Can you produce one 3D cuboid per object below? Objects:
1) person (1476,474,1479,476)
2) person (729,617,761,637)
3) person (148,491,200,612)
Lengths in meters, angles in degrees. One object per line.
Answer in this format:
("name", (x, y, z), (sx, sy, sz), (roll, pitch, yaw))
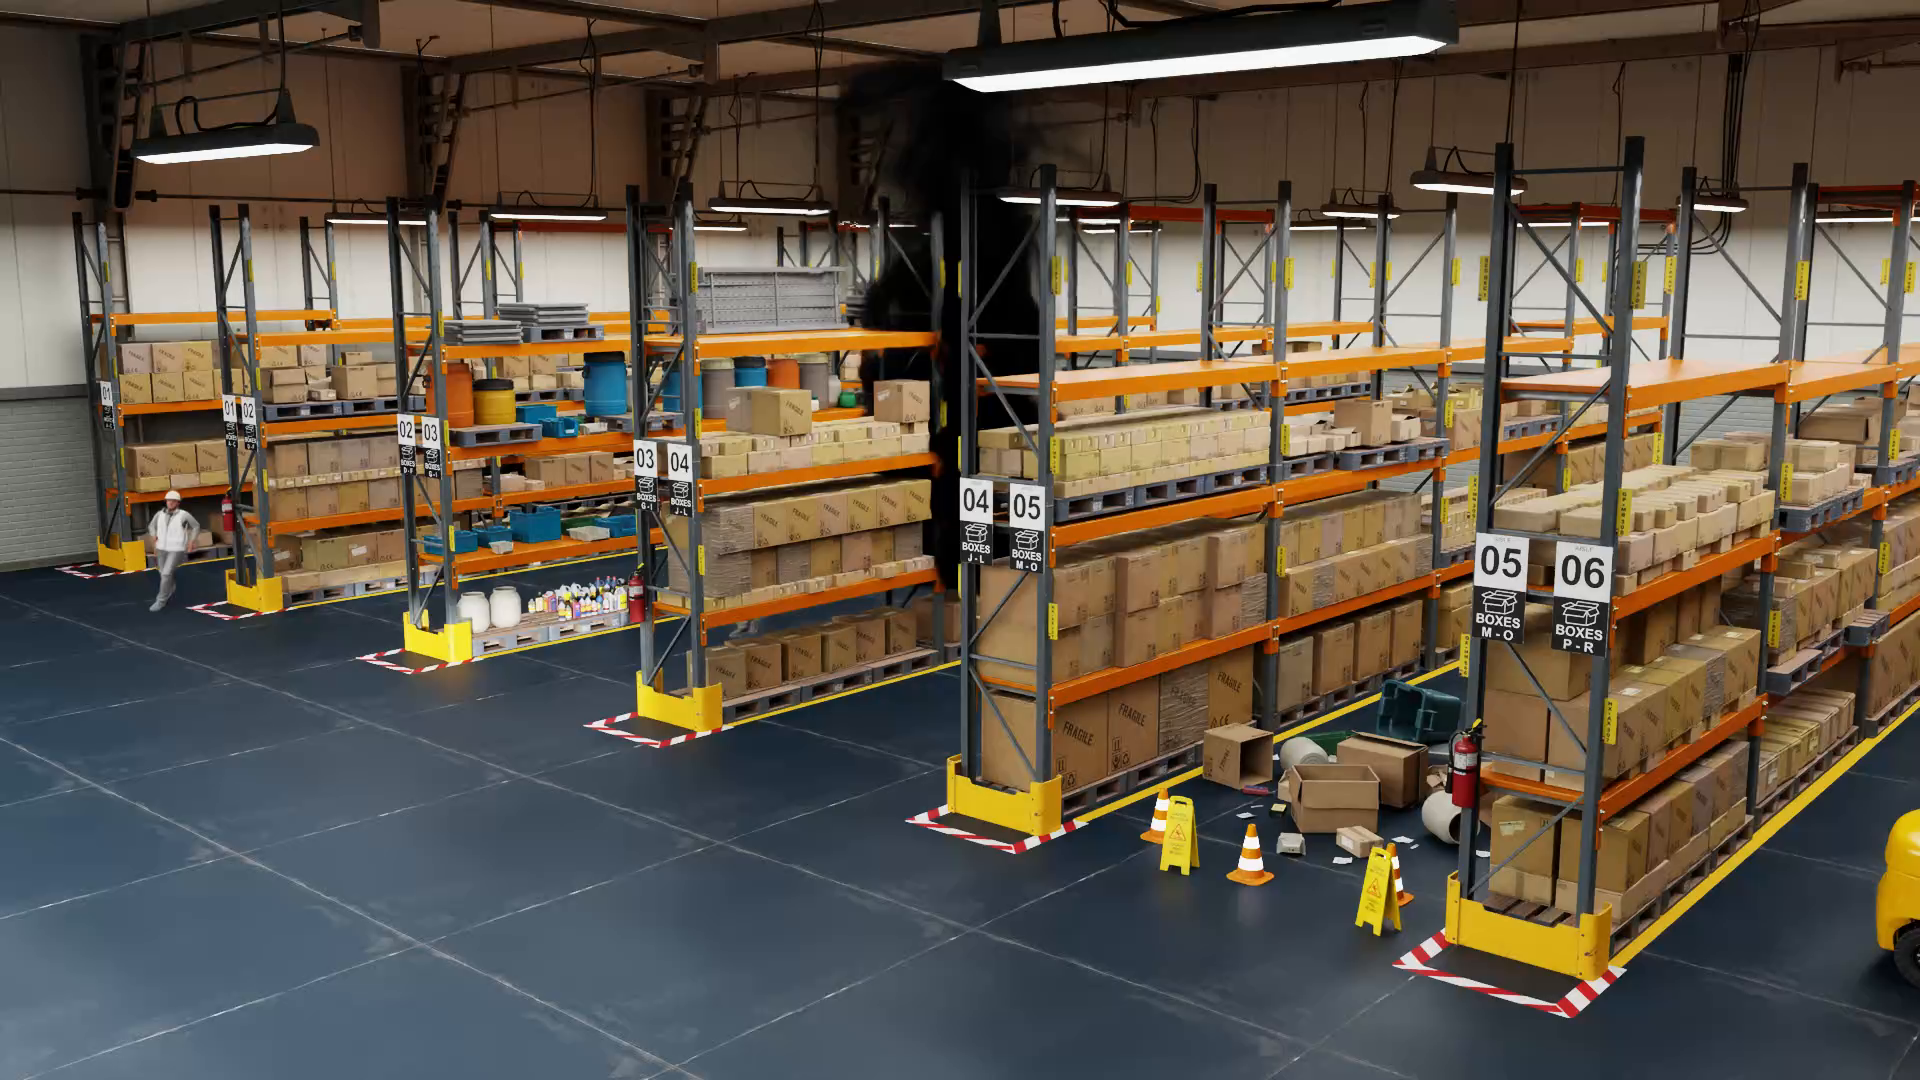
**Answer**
("person", (8.554, -0.244, 27.447), (0.966, 1.743, 0.673), (-8, 12, -40))
("person", (-2.901, 0.467, 21.841), (0.640, 1.643, 0.531), (7, 12, 38))
("person", (-11.916, 0.135, 25.113), (0.726, 1.759, 0.946), (0, 9, 2))
